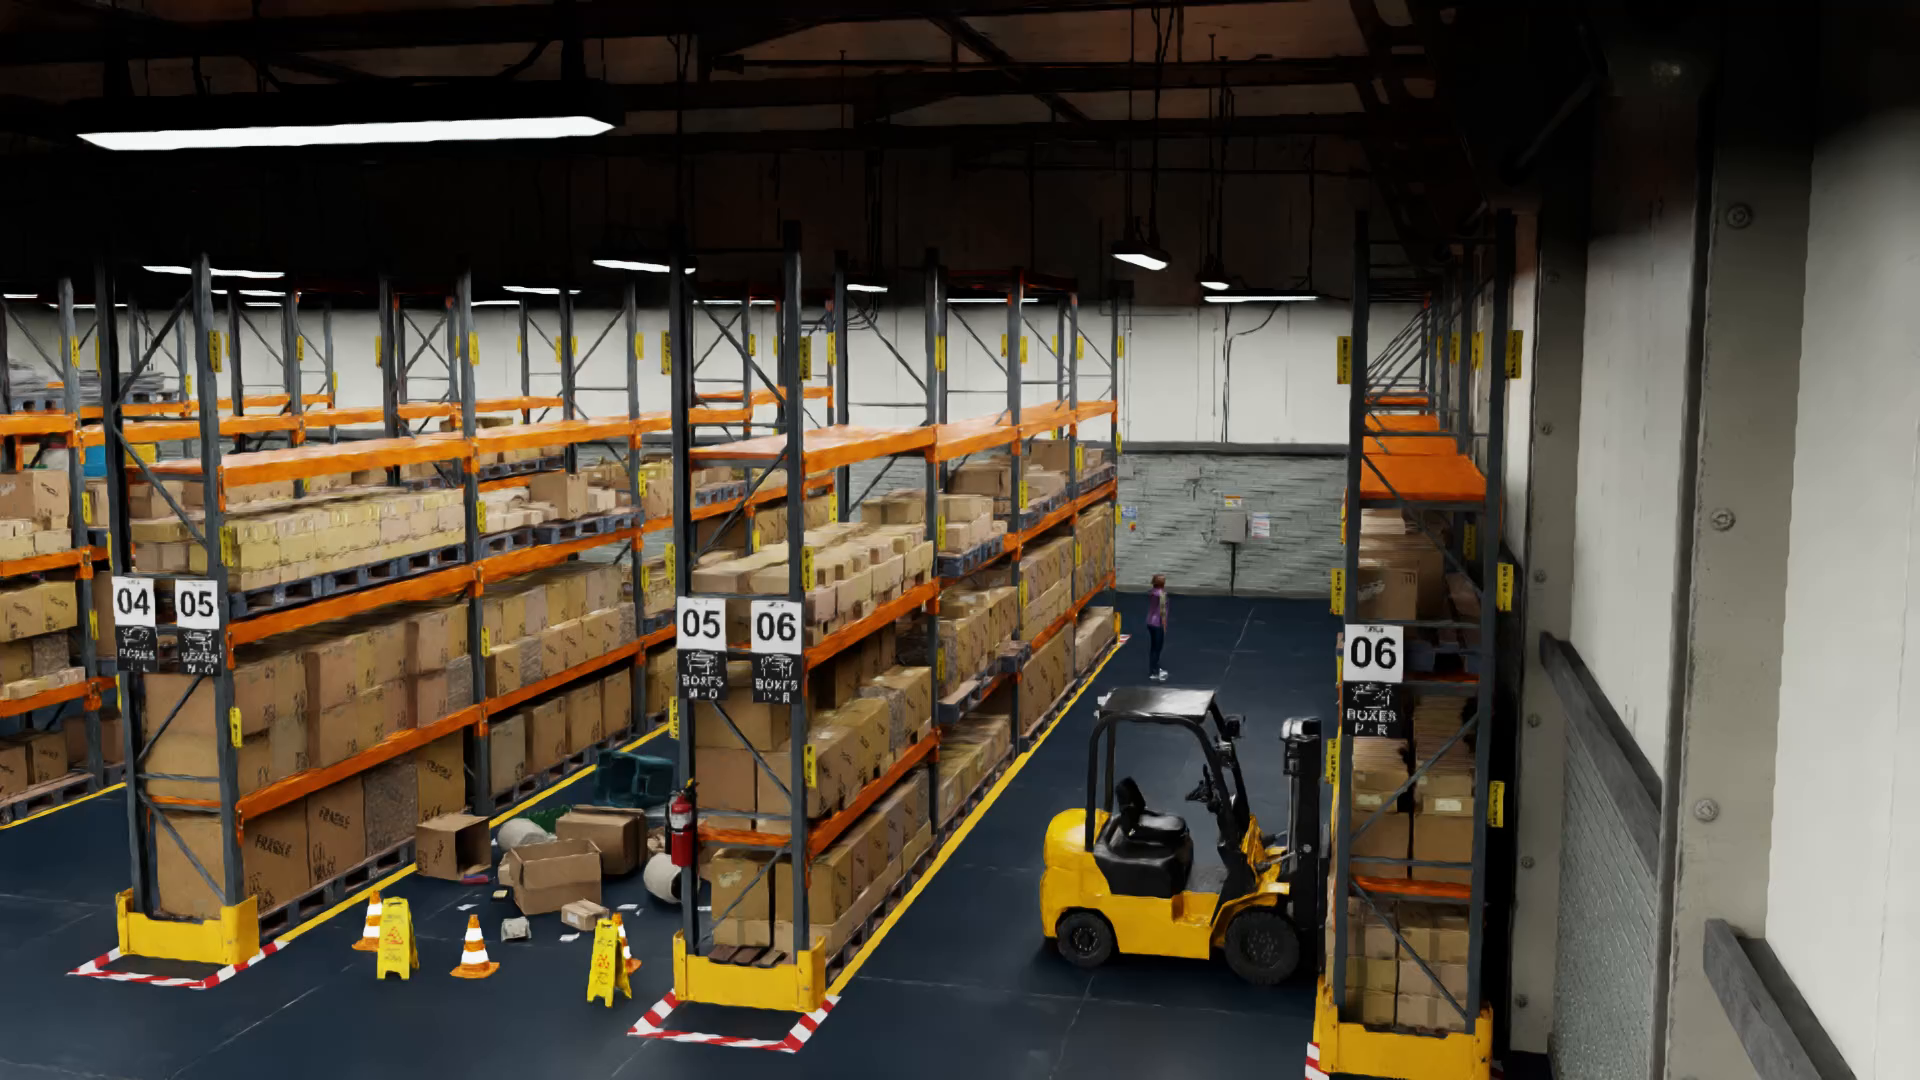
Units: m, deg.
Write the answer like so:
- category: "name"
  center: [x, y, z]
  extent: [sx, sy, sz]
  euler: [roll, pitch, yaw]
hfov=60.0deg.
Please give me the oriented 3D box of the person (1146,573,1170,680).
- category: "person"
  center: [3.017, 1.296, 25.178]
  extent: [0.399, 1.602, 0.469]
  euler: [-2, 7, -18]
